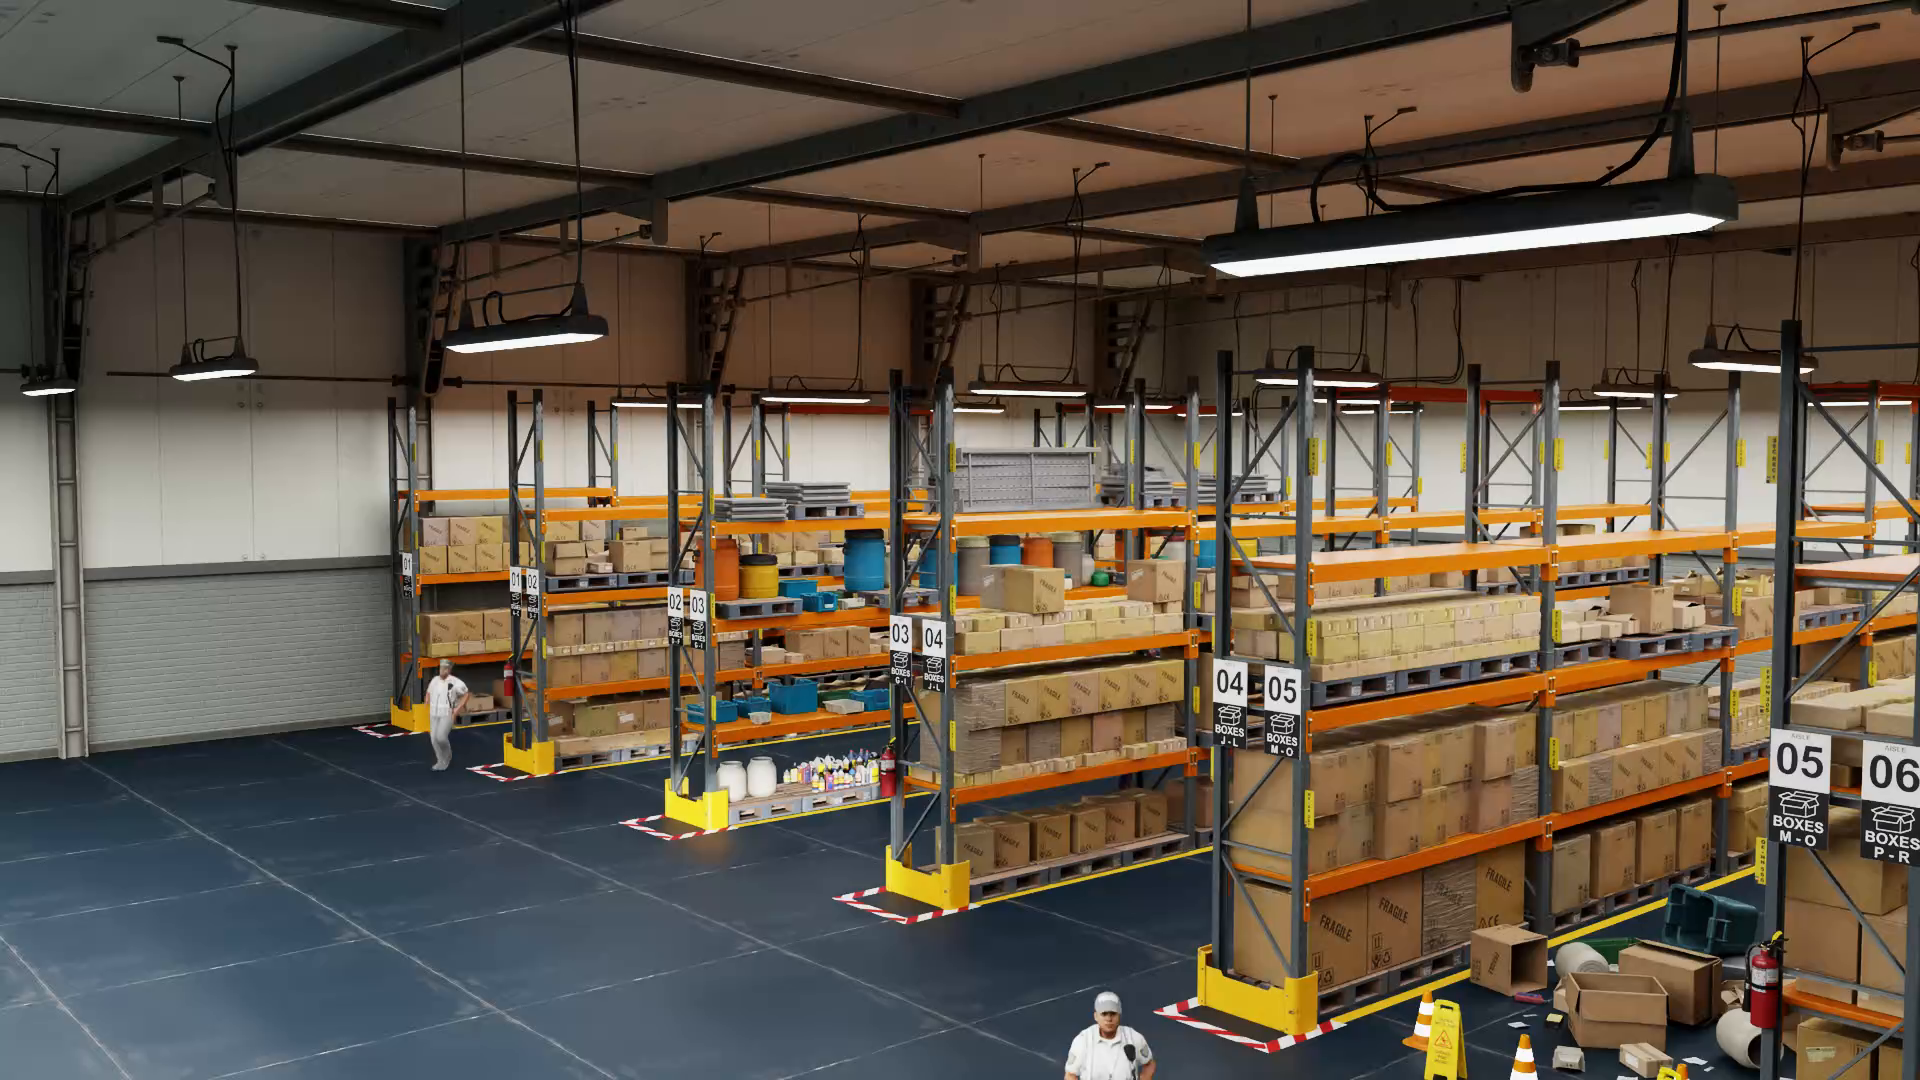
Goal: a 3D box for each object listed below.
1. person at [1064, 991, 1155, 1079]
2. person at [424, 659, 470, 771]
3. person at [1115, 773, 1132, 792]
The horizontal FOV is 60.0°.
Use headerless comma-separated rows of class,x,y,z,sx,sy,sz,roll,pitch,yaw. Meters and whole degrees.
person,0.964,3.720,10.640,0.594,1.624,0.550,0,3,3
person,-8.154,2.758,26.198,0.679,1.778,0.569,1,3,15
person,2.459,2.913,24.585,0.596,1.654,0.793,3,4,42
